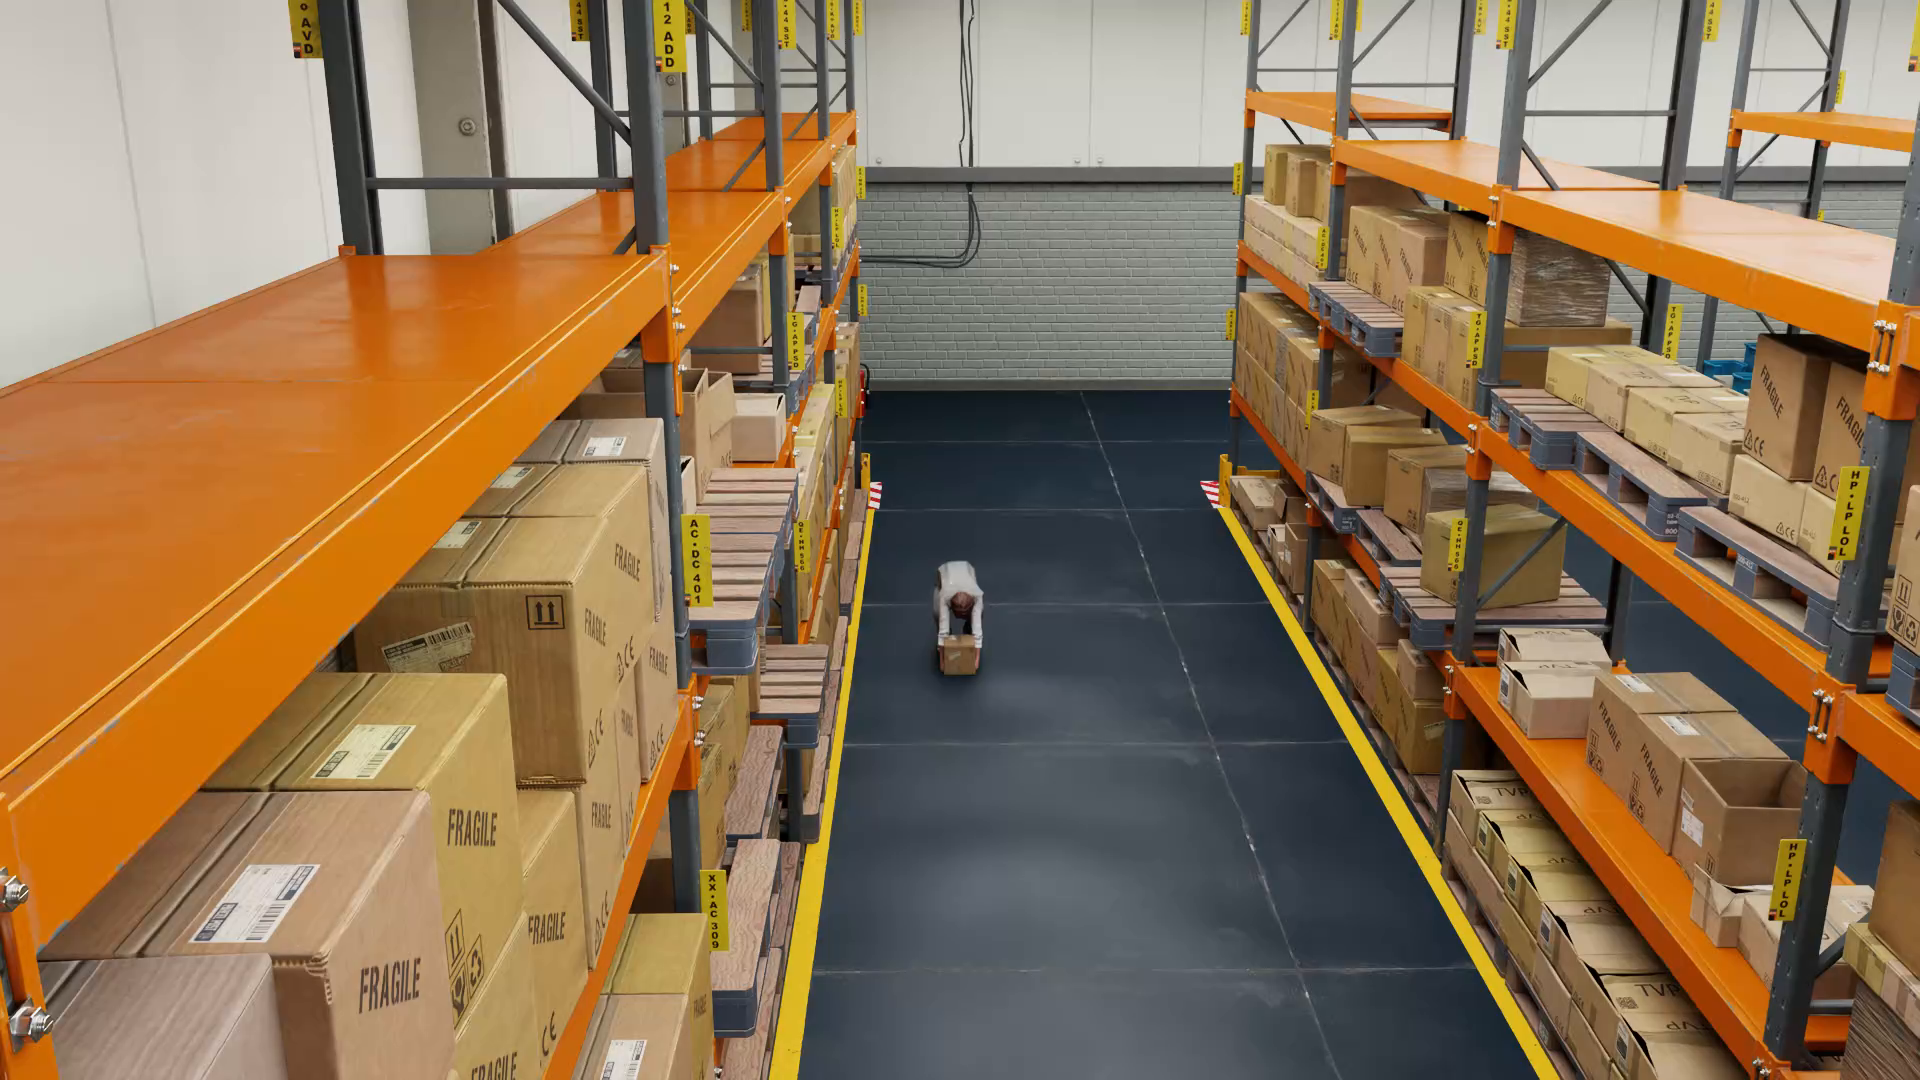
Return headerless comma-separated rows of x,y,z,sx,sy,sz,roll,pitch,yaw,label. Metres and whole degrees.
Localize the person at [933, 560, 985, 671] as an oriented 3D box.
-0.010,0.601,13.593,0.421,0.768,0.872,-1,17,-2,person
